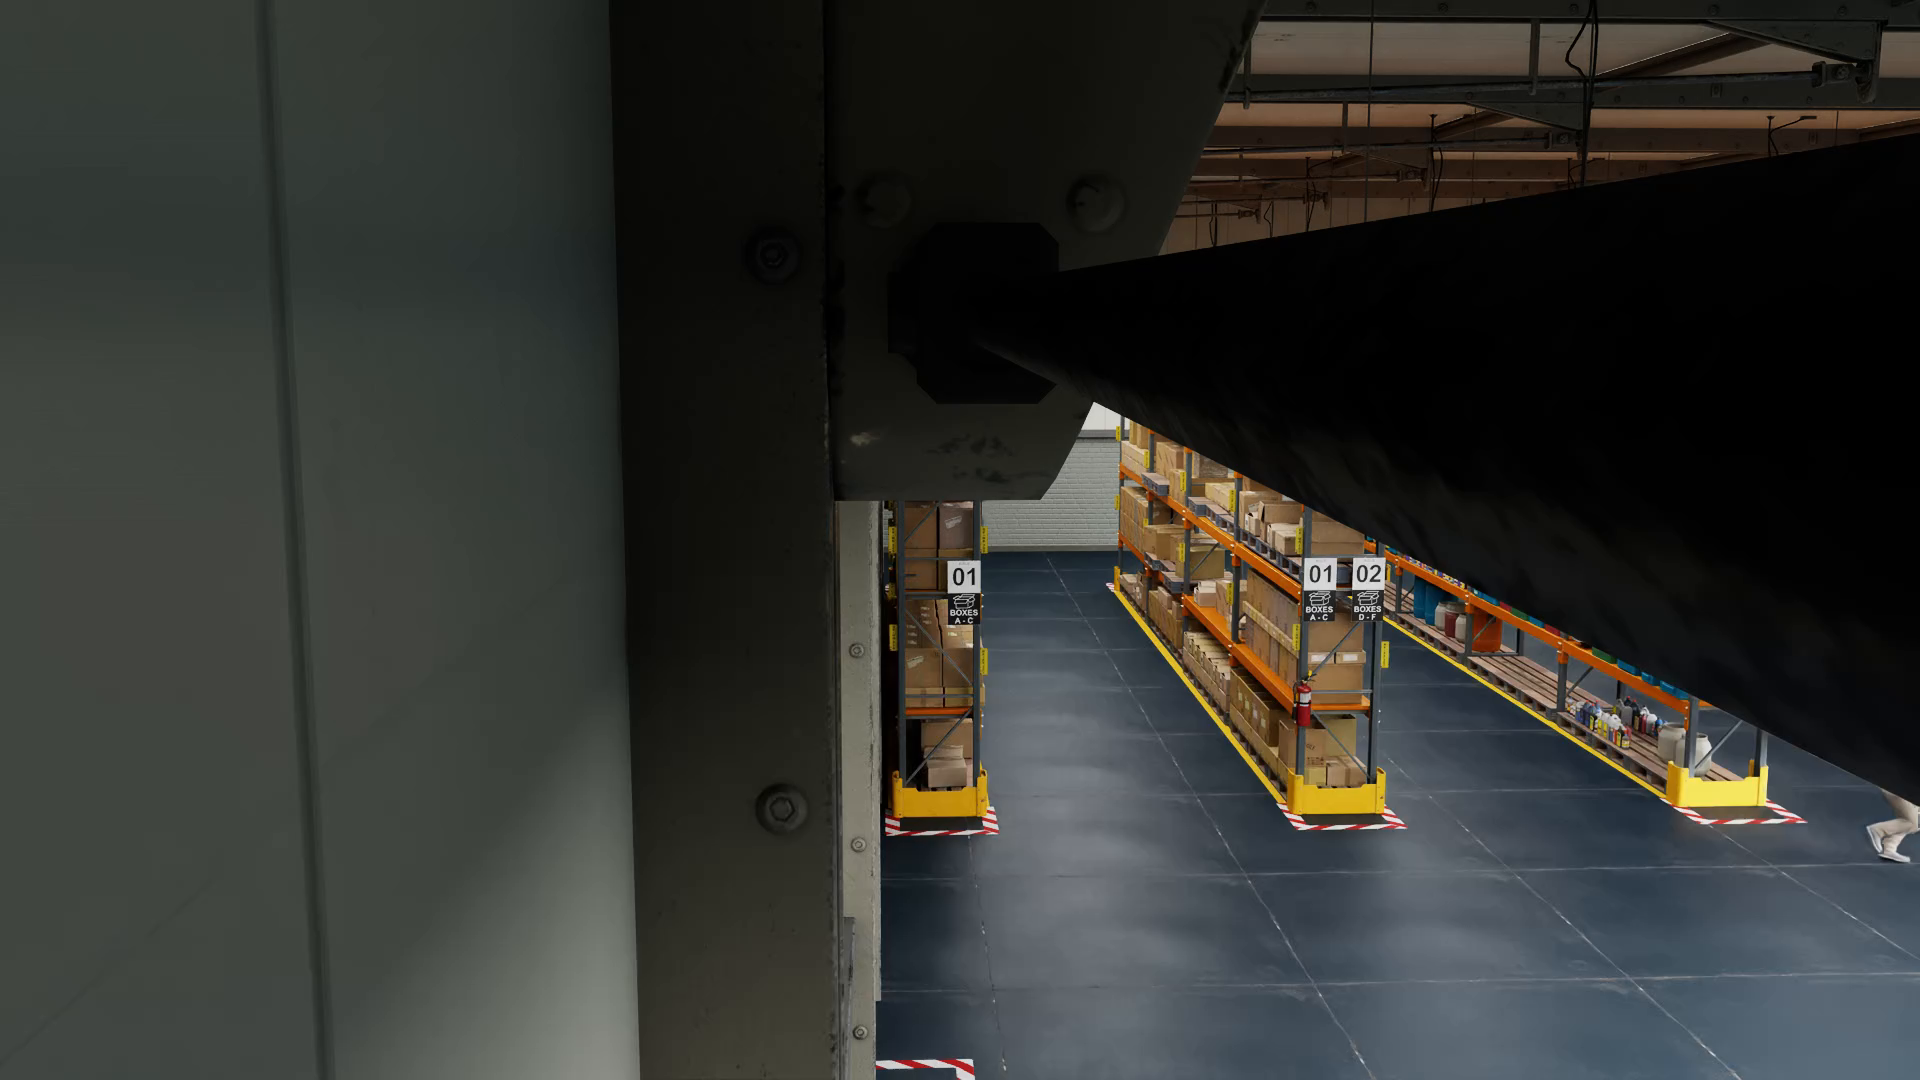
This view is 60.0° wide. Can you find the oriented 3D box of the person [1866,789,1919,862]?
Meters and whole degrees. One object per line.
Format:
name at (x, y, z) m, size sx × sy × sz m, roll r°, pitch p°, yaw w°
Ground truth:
person at (10.630, 2.815, 18.821) m, size 0.600 × 1.687 × 0.665 m, roll 4°, pitch 9°, yaw 26°
